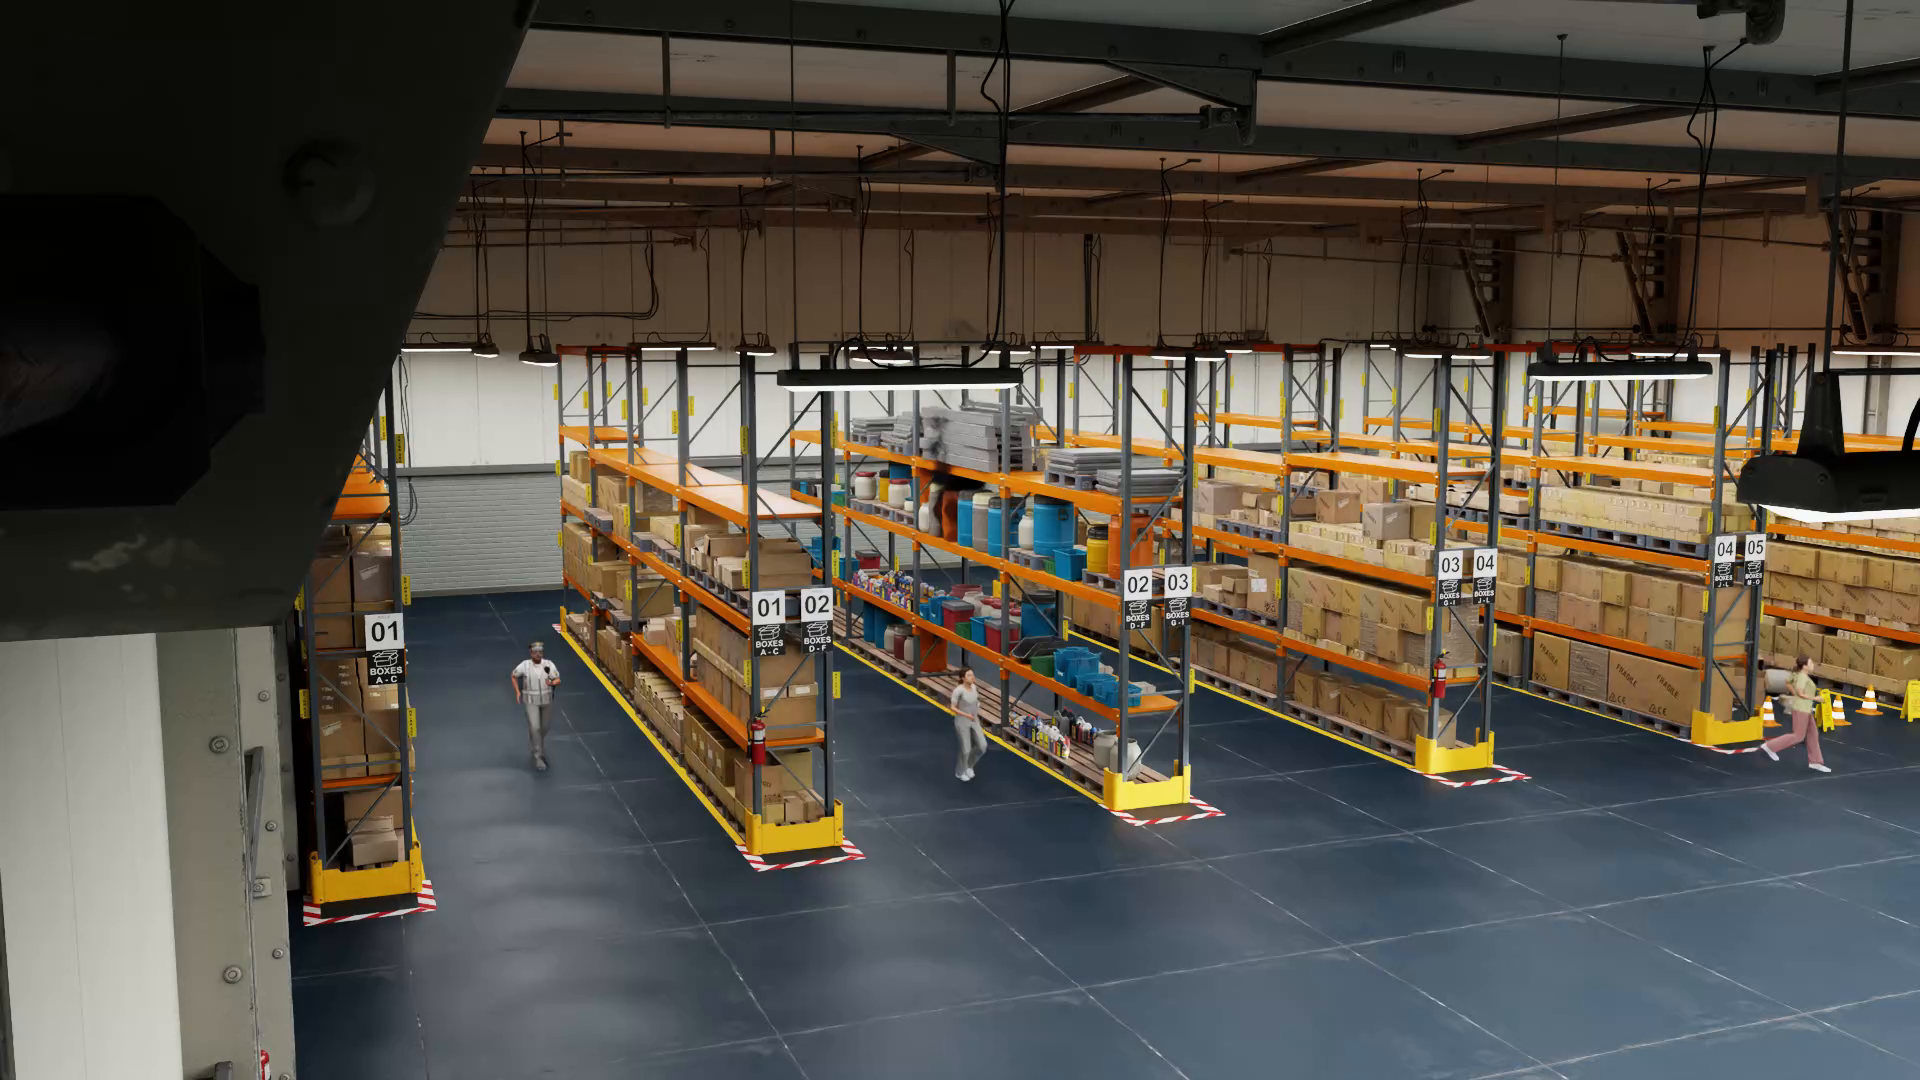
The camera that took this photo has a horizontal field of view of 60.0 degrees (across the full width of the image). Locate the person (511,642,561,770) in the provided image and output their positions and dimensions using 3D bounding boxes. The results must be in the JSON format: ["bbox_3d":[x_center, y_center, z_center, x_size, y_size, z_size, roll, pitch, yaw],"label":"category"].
[{"bbox_3d":[-6.150,2.366,24.217,0.639,1.791,0.935,-4,8,-30],"label":"person"}]

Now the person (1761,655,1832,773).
[{"bbox_3d":[12.072,2.489,23.919,0.930,1.662,0.586,3,8,23],"label":"person"}]

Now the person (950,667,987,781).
[{"bbox_3d":[0.118,2.576,23.198,0.562,1.635,0.572,-5,9,-36],"label":"person"}]
